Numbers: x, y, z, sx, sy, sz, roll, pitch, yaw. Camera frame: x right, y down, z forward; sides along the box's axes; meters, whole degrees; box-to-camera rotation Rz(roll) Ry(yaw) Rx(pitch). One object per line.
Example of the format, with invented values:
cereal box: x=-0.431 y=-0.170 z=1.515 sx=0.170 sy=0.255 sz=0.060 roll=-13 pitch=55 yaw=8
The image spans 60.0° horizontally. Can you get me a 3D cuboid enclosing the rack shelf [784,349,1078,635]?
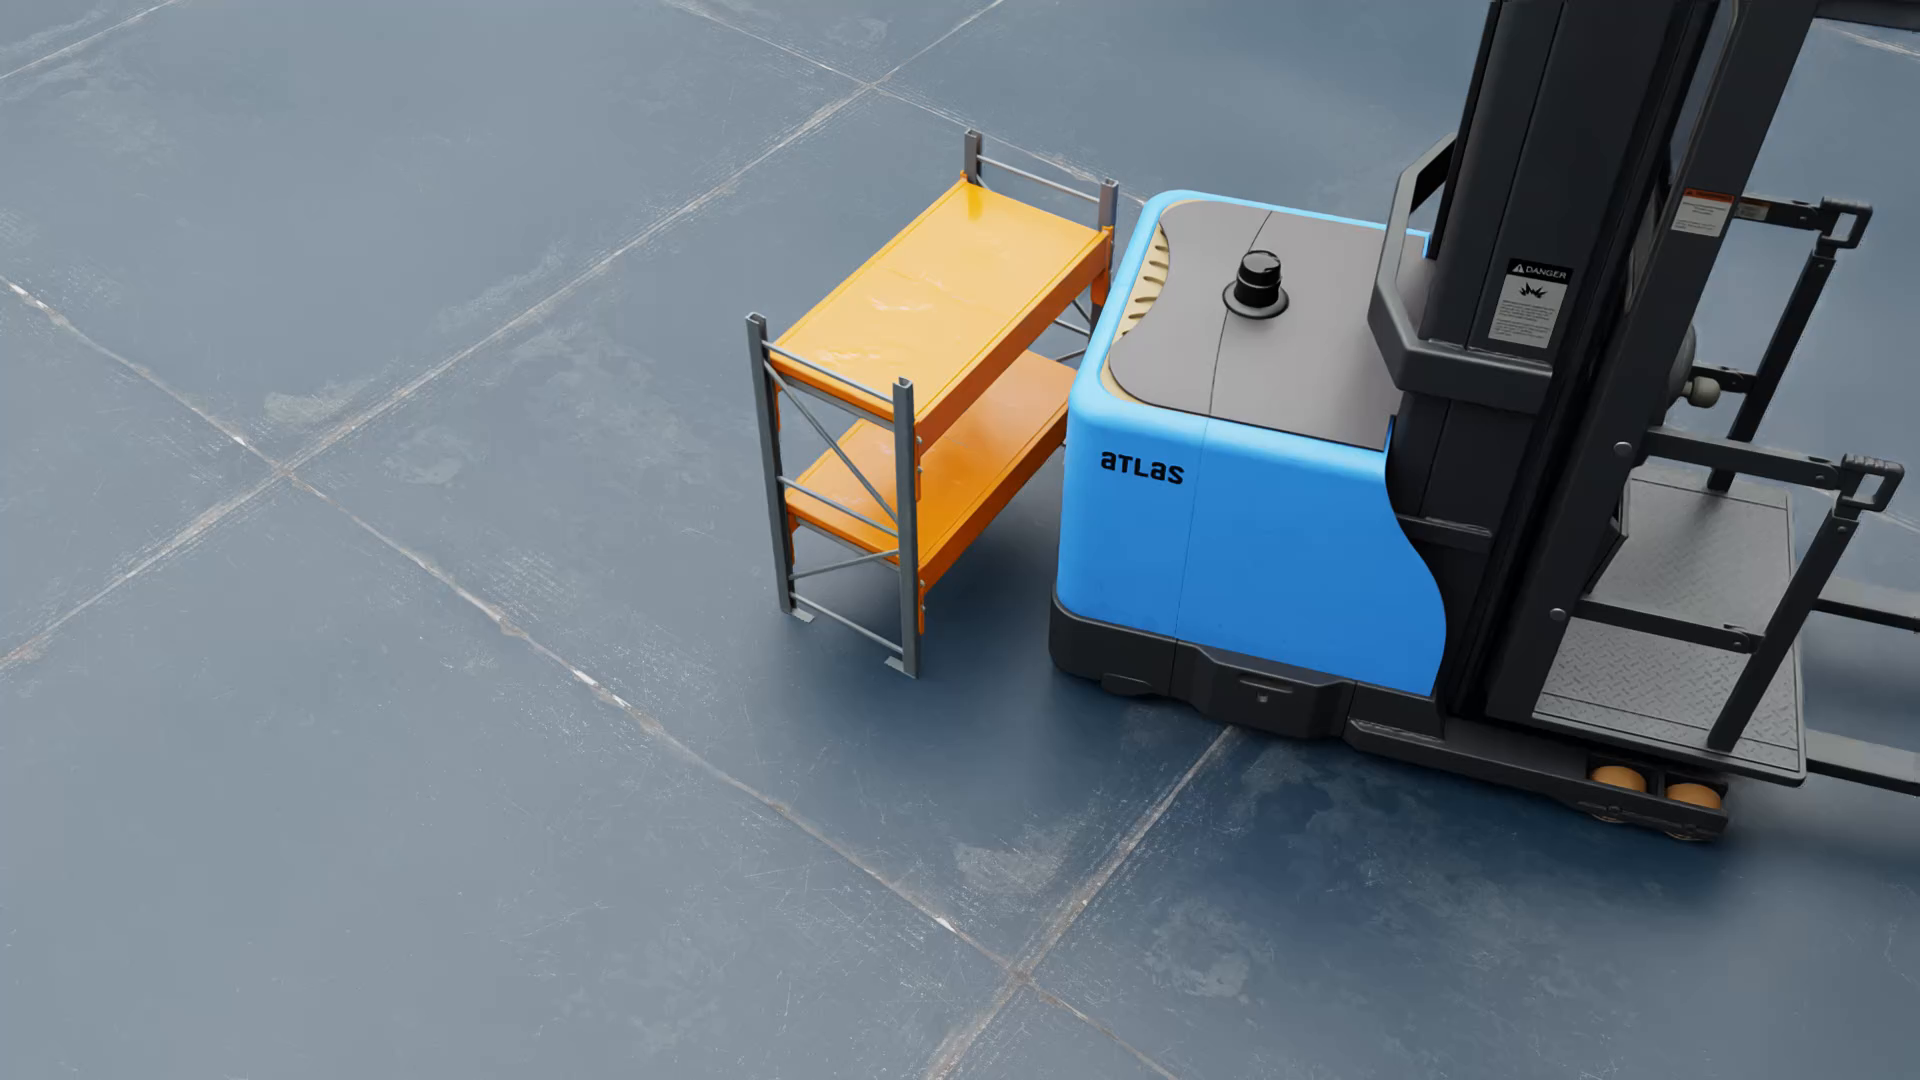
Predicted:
rack shelf: x=-0.051 y=-0.226 z=5.026 sx=0.538 sy=0.278 sz=1.000 roll=25 pitch=51 yaw=22

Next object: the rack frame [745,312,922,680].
rack frame: x=-0.330 y=-0.088 z=4.556 sx=0.500 sy=1.125 sz=0.032 roll=25 pitch=51 yaw=22

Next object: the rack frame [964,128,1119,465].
rack frame: x=0.228 y=-0.702 z=5.143 sx=0.500 sy=1.125 sz=0.032 roll=25 pitch=51 yaw=22

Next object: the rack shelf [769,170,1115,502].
rack shelf: x=-0.051 y=-0.597 z=4.638 sx=0.538 sy=0.278 sz=1.000 roll=25 pitch=51 yaw=22

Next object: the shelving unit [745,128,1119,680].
shelving unit: x=-0.051 y=-0.395 z=4.850 sx=0.538 sy=1.125 sz=1.048 roll=25 pitch=51 yaw=22

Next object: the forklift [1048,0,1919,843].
forklift: x=1.833 y=-0.636 z=3.831 sx=3.031 sy=2.935 sz=1.130 roll=13 pitch=48 yaw=12
